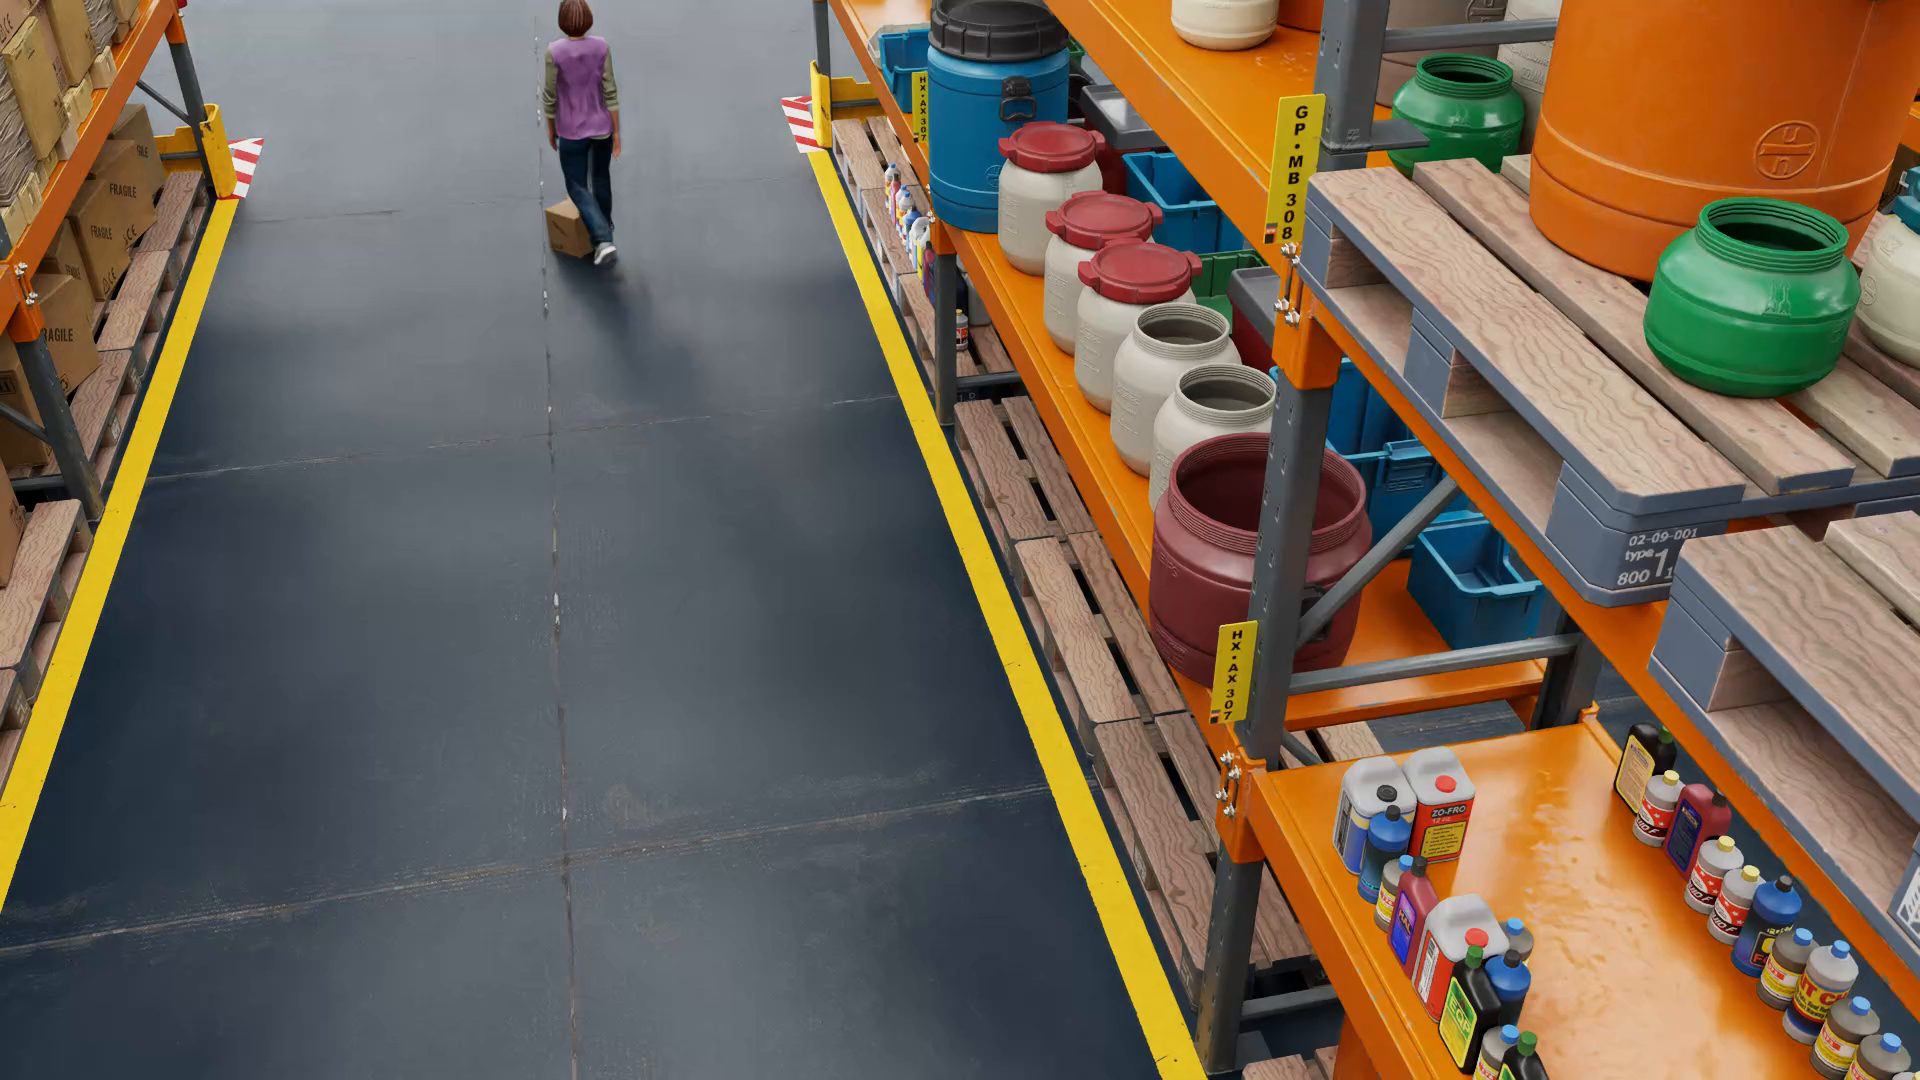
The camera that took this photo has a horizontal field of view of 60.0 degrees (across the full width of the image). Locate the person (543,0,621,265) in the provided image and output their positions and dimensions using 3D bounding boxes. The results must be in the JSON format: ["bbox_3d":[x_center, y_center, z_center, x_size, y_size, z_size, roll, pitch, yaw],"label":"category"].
[{"bbox_3d":[-2.131,-2.318,9.468,0.412,1.563,0.809,-16,38,-21],"label":"person"}]
